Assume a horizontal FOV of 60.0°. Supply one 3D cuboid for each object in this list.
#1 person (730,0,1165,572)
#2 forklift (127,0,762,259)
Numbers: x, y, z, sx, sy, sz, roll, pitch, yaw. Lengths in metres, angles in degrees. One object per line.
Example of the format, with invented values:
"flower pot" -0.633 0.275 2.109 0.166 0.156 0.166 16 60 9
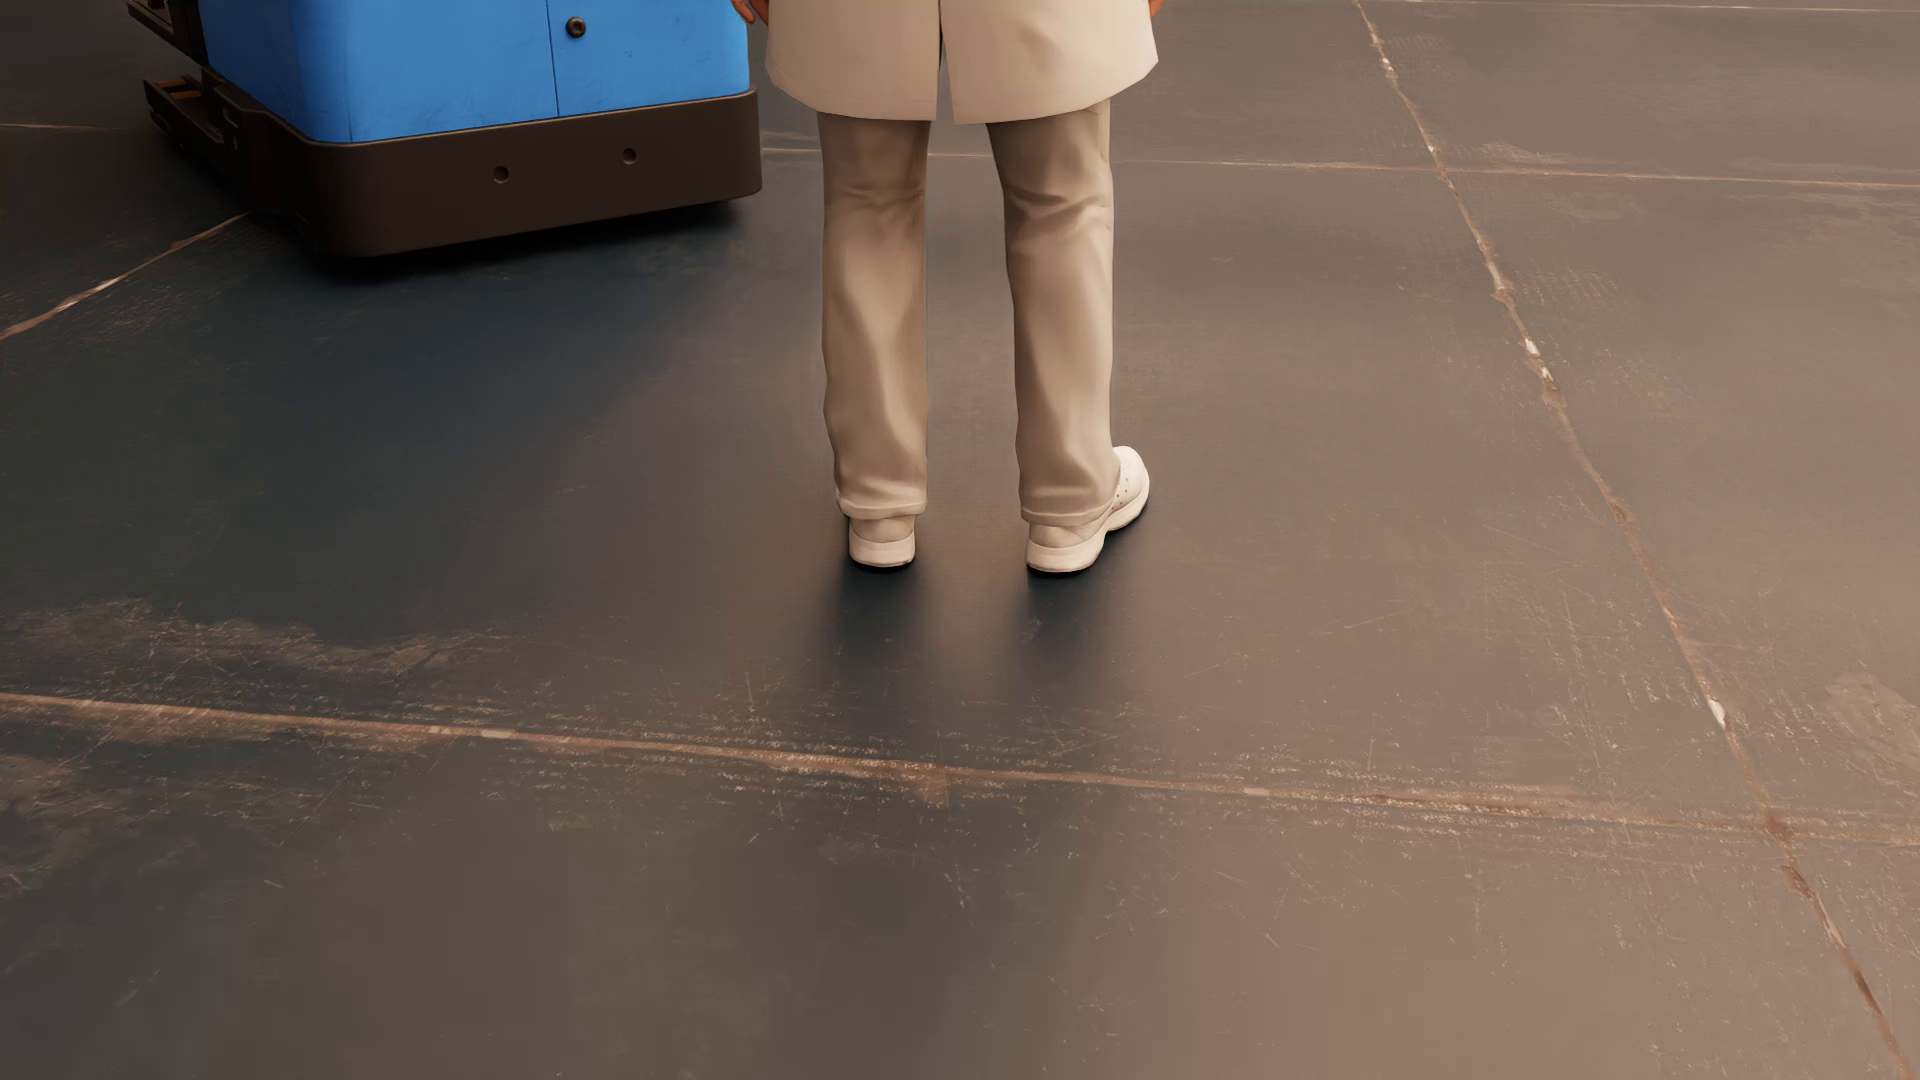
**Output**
"person" -0.017 -0.809 2.136 0.645 1.772 0.434 2 27 4
"forklift" -1.719 -2.522 4.273 1.130 2.935 3.031 -17 31 -30
